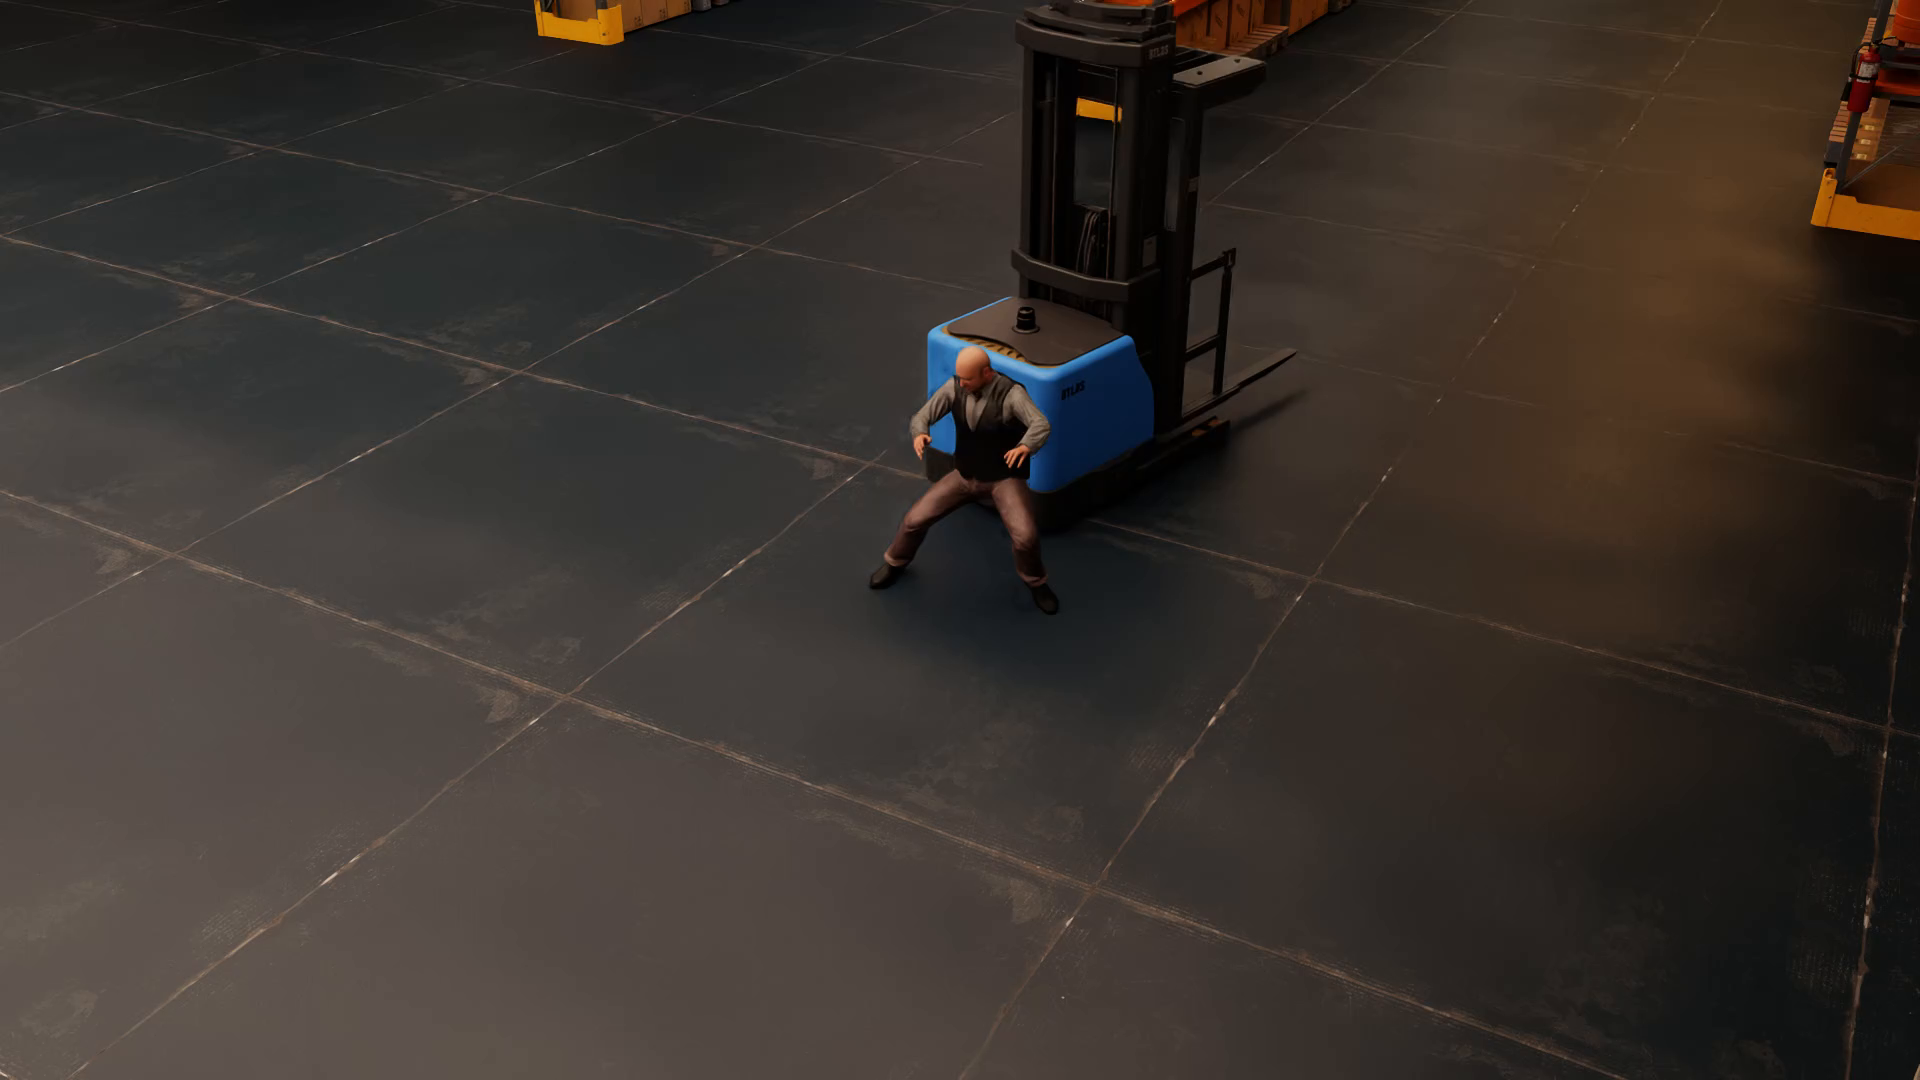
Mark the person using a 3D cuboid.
[{"bbox_3d":[0.061,-0.344,9.132,1.071,1.491,0.731,19,35,29],"label":"person"}]

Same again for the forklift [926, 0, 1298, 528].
[{"bbox_3d":[1.151,-1.991,10.521,1.130,2.935,3.031,25,38,36],"label":"forklift"}]
